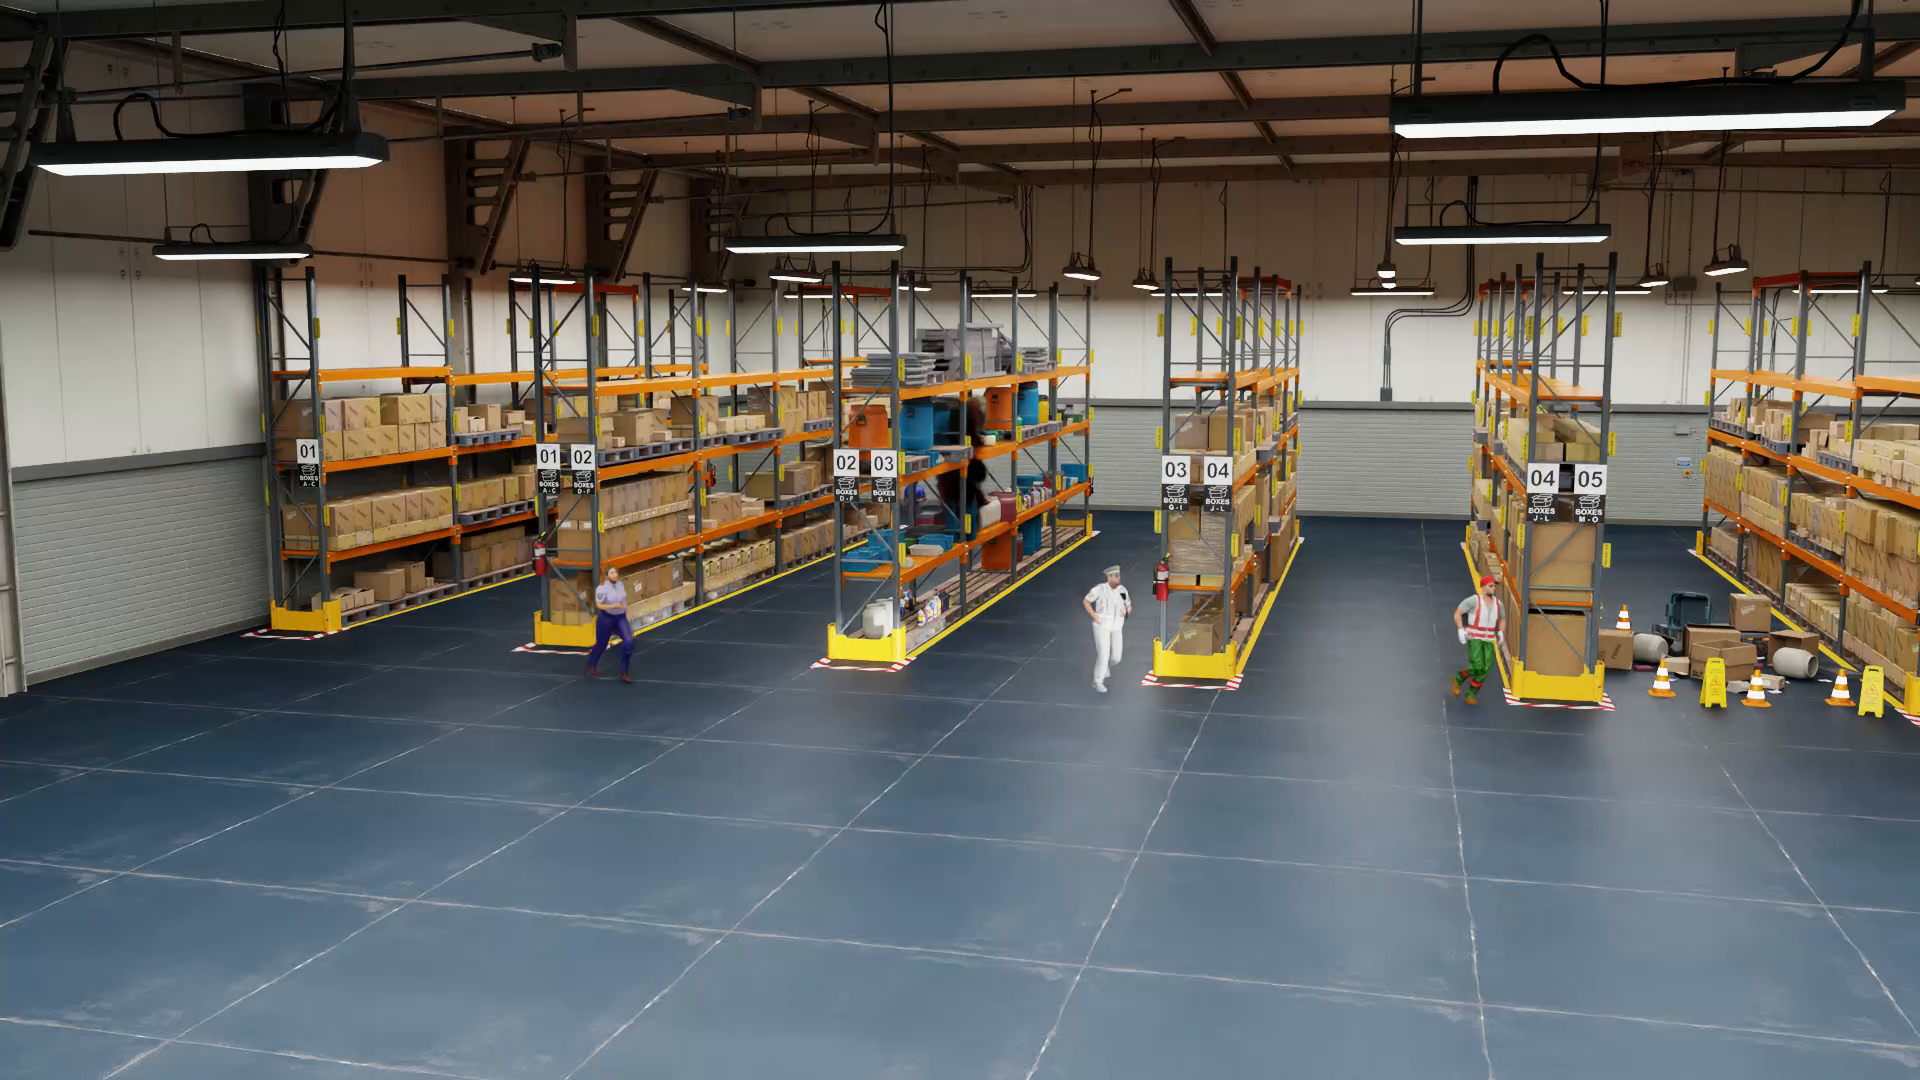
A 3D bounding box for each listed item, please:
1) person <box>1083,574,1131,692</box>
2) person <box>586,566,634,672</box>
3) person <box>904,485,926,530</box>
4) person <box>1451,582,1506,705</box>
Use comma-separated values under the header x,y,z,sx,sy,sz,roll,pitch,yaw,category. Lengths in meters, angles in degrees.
x,y,z,sx,sy,sz,roll,pitch,yaw,category
2.100,1.241,23.397,0.694,1.686,0.794,-3,8,-21,person
-4.968,1.107,23.731,0.609,1.515,0.845,-7,10,-44,person
-1.049,-0.588,38.386,0.538,1.432,0.865,1,7,10,person
6.998,1.355,22.261,0.698,1.672,0.547,-2,8,-15,person
